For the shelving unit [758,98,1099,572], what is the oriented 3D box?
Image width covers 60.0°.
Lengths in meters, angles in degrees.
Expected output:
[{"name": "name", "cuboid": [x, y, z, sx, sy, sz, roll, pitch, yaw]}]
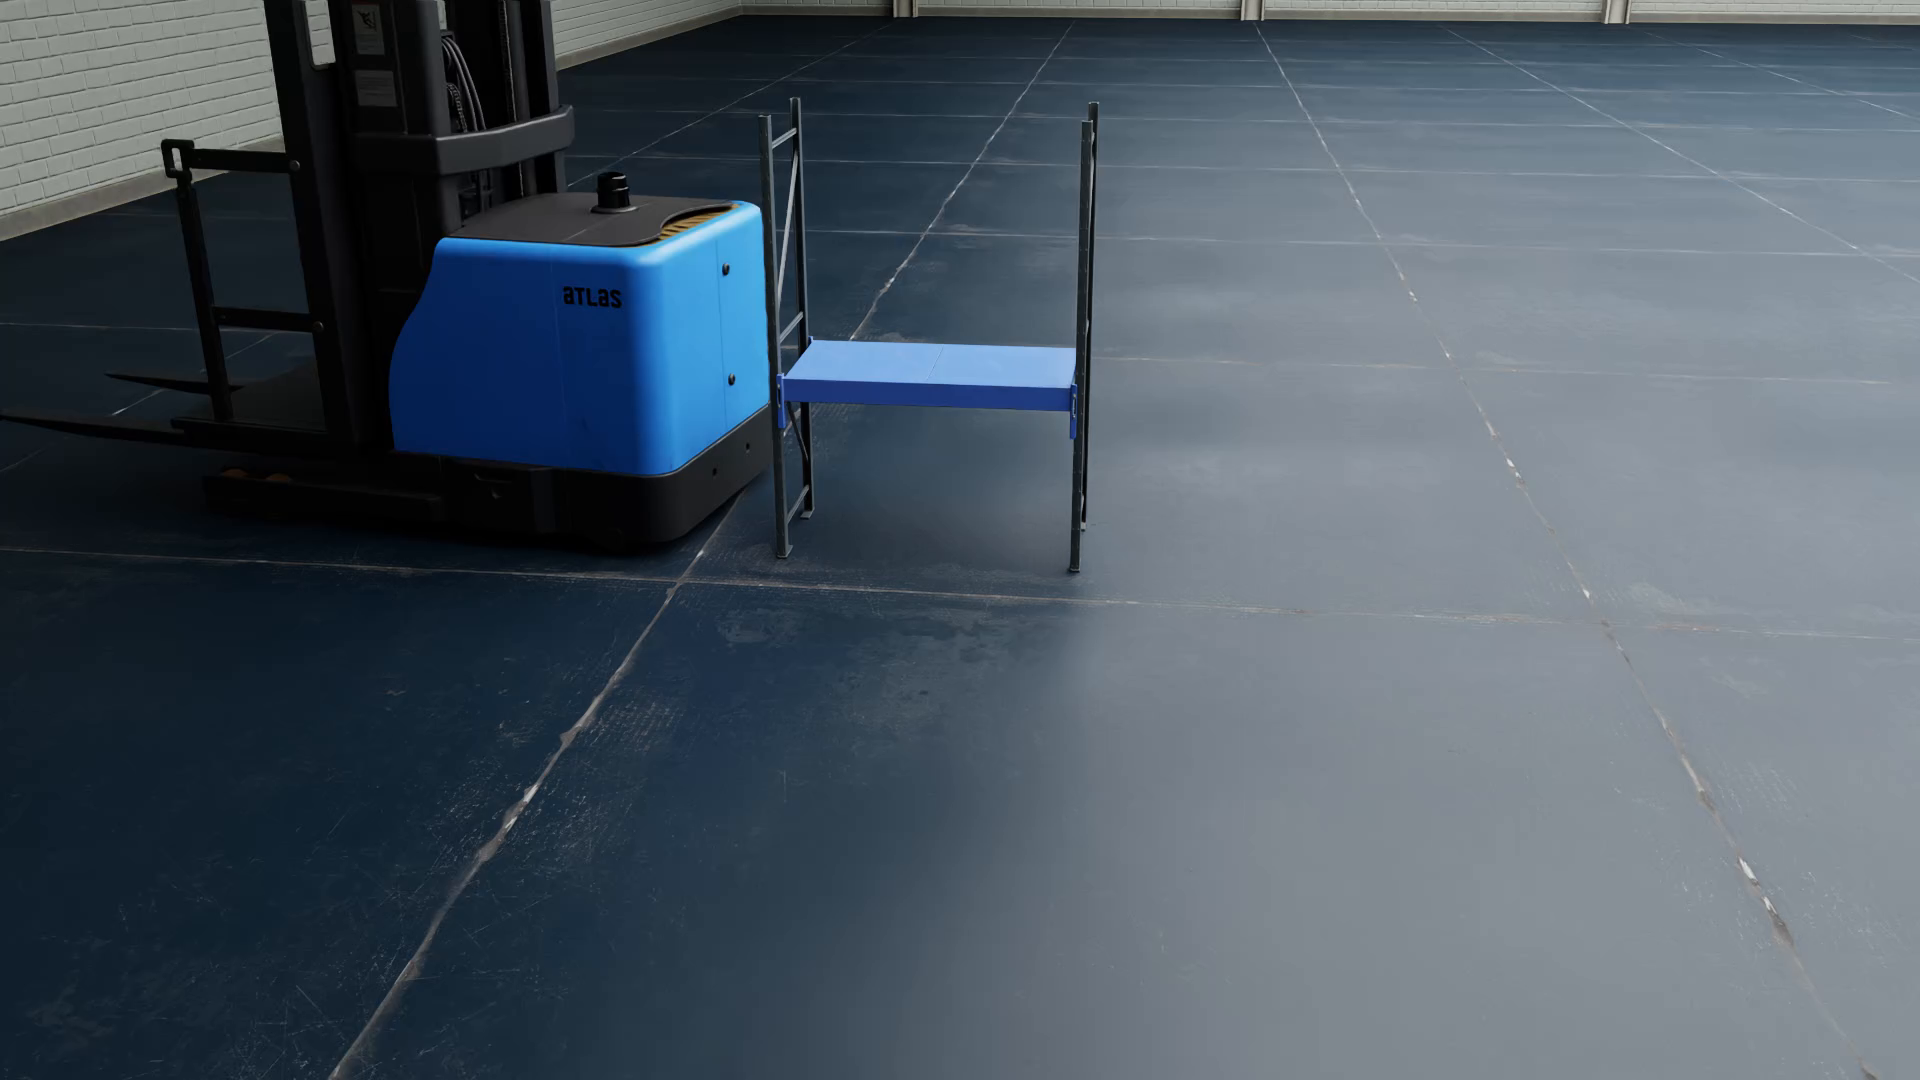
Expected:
[{"name": "shelving unit", "cuboid": [-0.085, -0.701, 5.673, 1.048, 1.500, 0.538, 2, 22, 6]}]

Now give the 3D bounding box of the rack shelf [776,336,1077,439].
[{"name": "rack shelf", "cuboid": [-0.085, -0.534, 5.740, 1.000, 0.185, 0.538, 2, 22, 6]}]

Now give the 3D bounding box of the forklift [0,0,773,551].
[{"name": "forklift", "cuboid": [-2.295, -1.617, 6.044, 3.031, 2.935, 1.130, 6, 22, 15]}]

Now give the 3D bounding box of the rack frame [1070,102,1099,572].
[{"name": "rack frame", "cuboid": [0.420, -0.679, 5.618, 0.032, 1.500, 0.500, 2, 22, 6]}]

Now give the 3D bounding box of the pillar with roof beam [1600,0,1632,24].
[{"name": "pillar with roof beam", "cuboid": [10.457, -11.280, 22.232, 0.400, 9.000, 9.100, 2, 22, 6]}]

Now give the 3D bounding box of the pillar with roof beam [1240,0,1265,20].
[{"name": "pillar with roof beam", "cuboid": [4.499, -11.539, 22.888, 0.400, 9.000, 9.100, 2, 22, 6]}]

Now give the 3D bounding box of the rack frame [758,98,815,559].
[{"name": "rack frame", "cuboid": [-0.590, -0.723, 5.729, 0.032, 1.500, 0.500, 2, 22, 6]}]

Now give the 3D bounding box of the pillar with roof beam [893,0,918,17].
[{"name": "pillar with roof beam", "cuboid": [-1.459, -11.799, 23.545, 0.400, 9.000, 9.100, 2, 22, 6]}]
